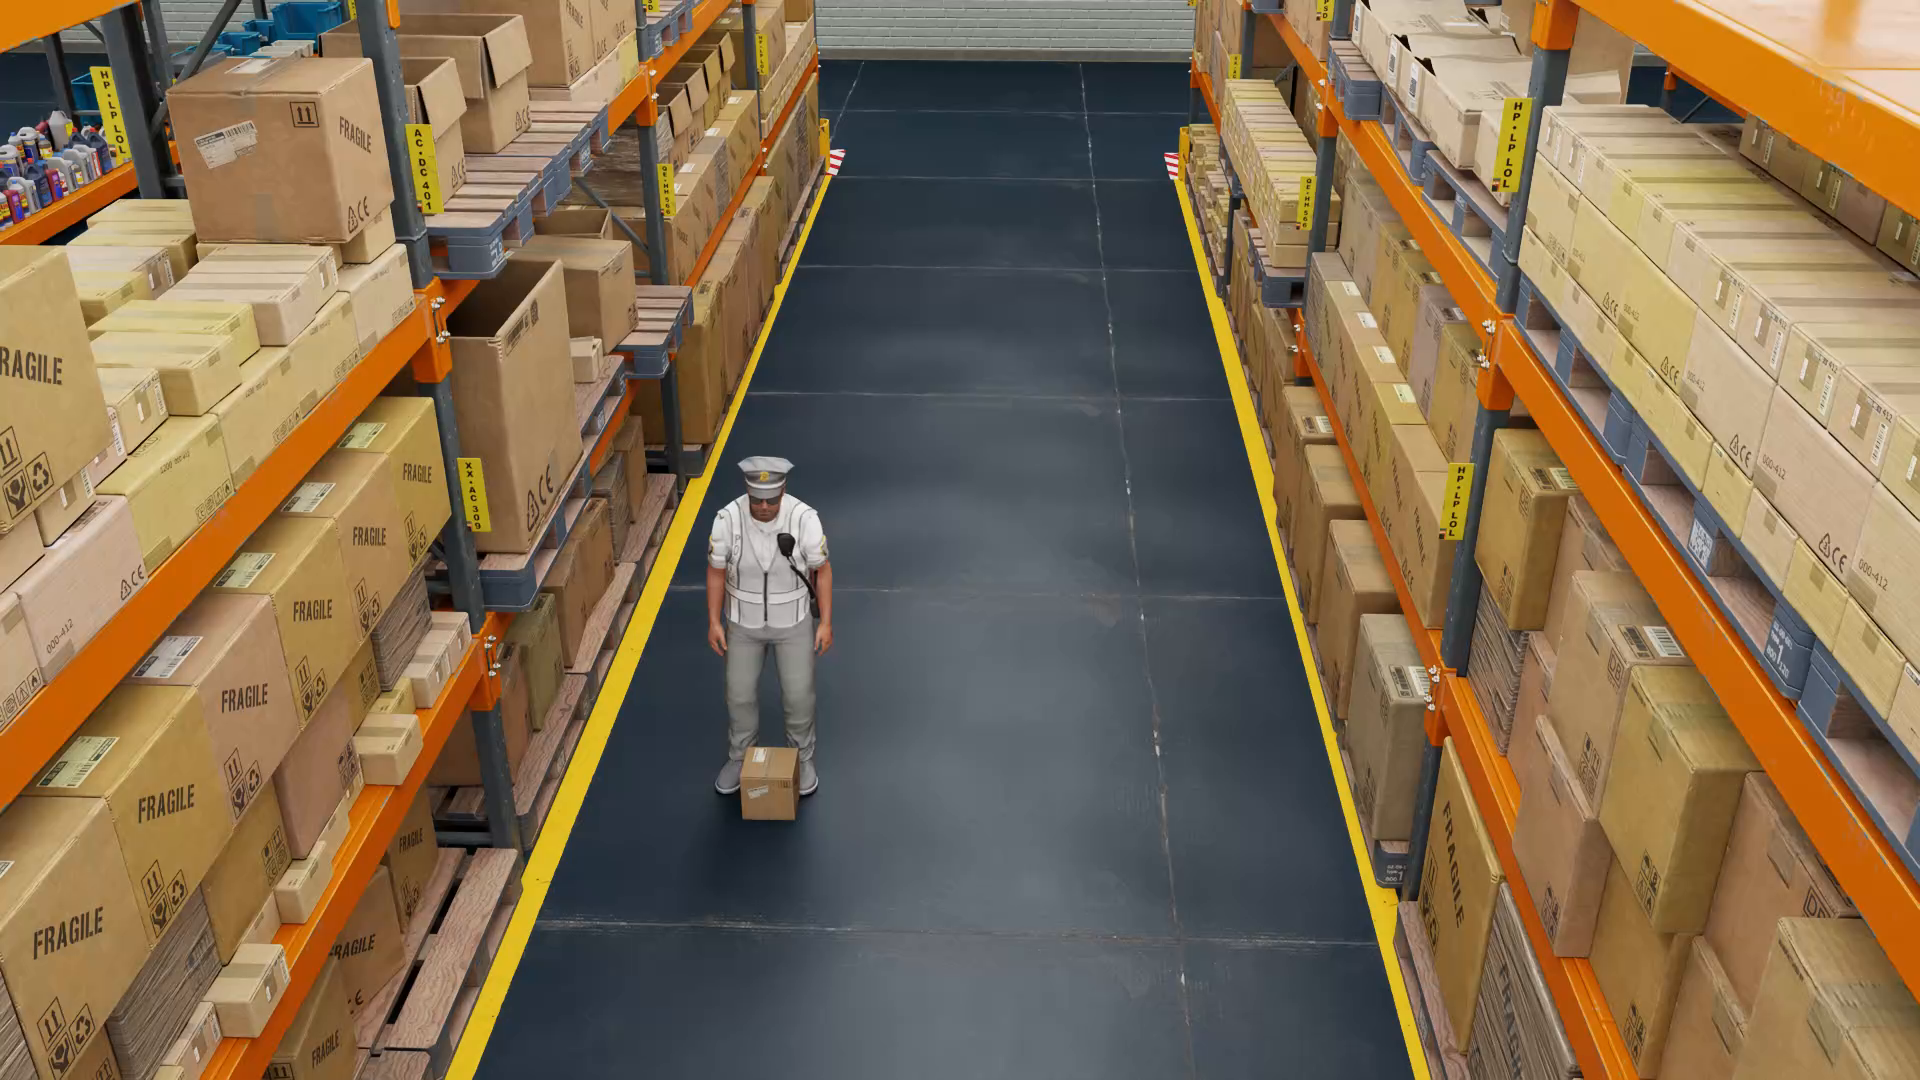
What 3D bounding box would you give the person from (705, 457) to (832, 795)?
[{"bbox_3d":[-0.902,0.381,7.889,0.600,1.749,0.435,0,28,0],"label":"person"}]
